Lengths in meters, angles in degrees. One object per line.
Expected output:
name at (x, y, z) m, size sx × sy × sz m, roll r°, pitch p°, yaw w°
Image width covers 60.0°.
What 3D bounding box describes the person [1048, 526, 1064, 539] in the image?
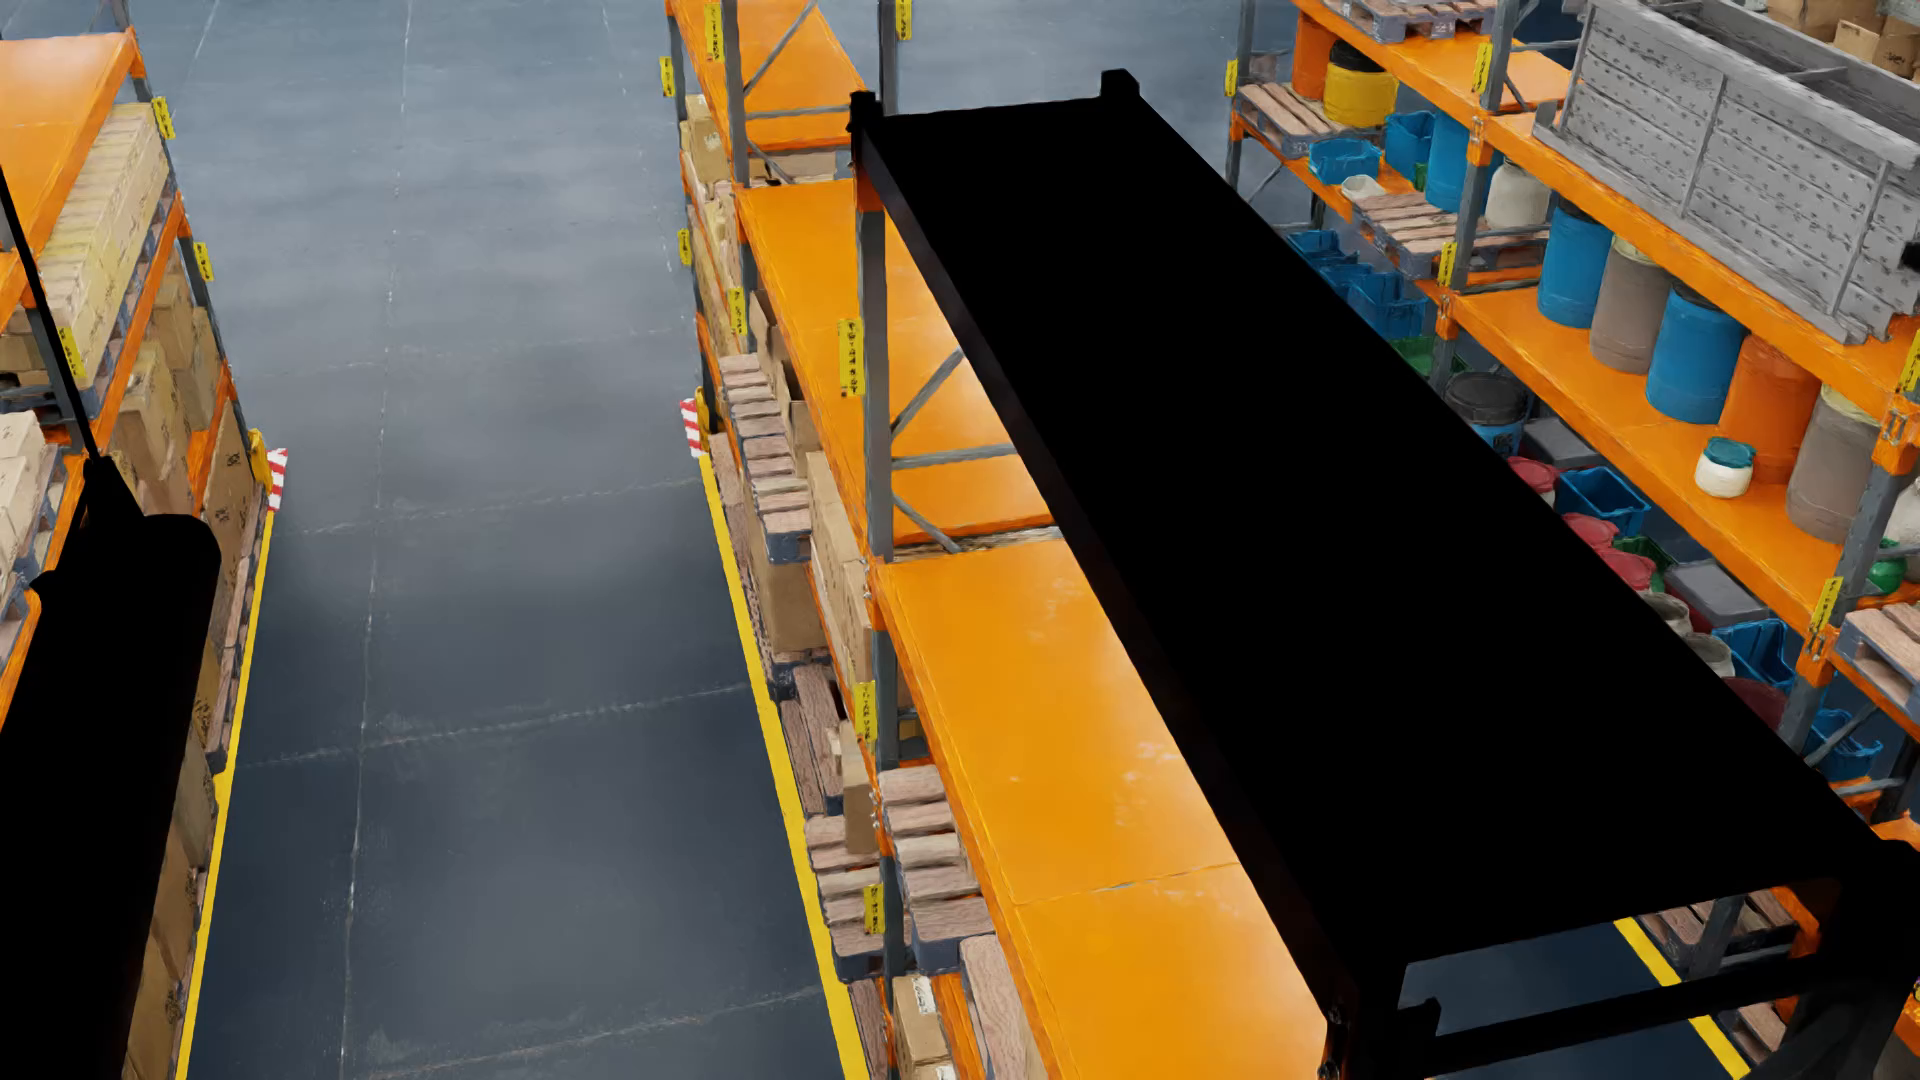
person at (0.592, 0.357, 12.198) m, size 0.418 × 1.512 × 1.033 m, roll -5°, pitch 35°, yaw -7°
